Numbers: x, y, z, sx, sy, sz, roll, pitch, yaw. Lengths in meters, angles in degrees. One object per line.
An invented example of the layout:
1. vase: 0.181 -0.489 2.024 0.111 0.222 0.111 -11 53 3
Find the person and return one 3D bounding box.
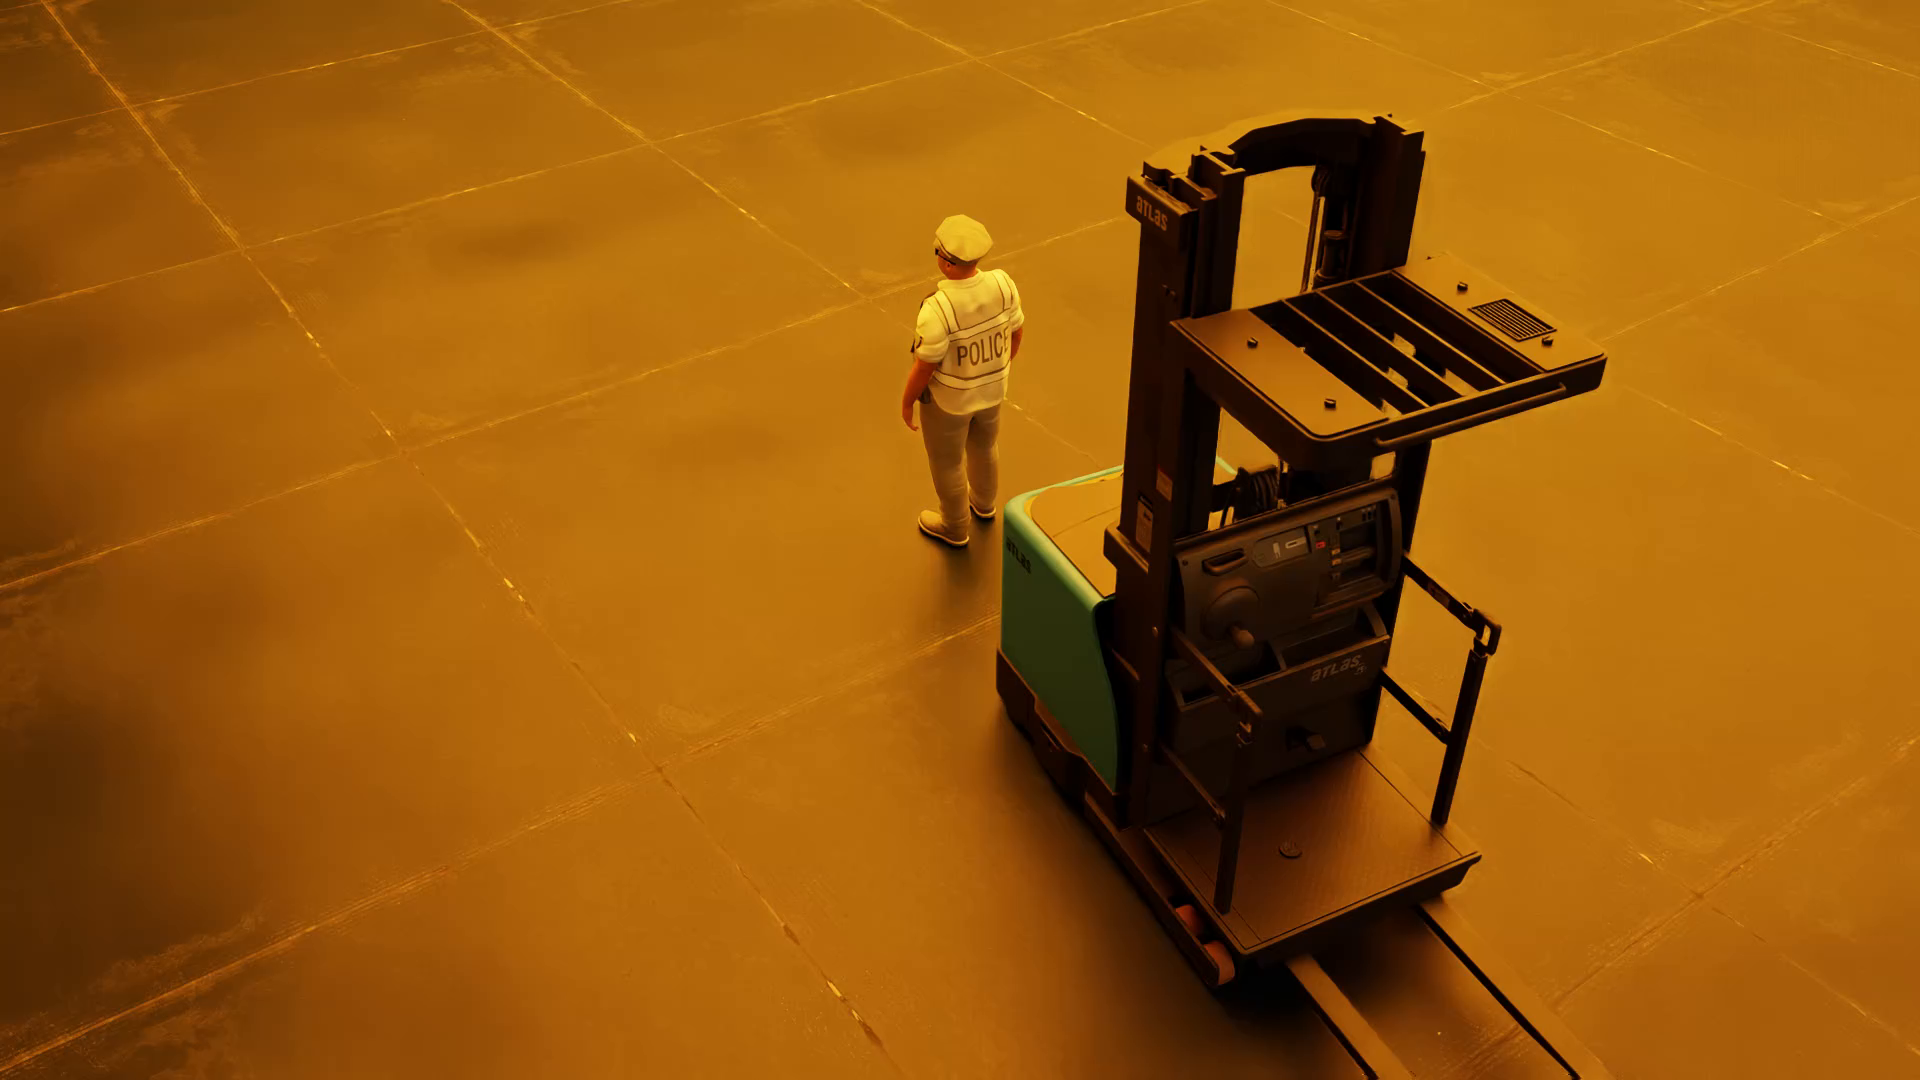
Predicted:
1. person: -0.036 -0.765 7.932 0.641 1.780 0.574 -23 42 -28

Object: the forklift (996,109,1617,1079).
1. forklift: 1.268 0.171 5.713 1.130 2.935 3.031 -16 40 -21
